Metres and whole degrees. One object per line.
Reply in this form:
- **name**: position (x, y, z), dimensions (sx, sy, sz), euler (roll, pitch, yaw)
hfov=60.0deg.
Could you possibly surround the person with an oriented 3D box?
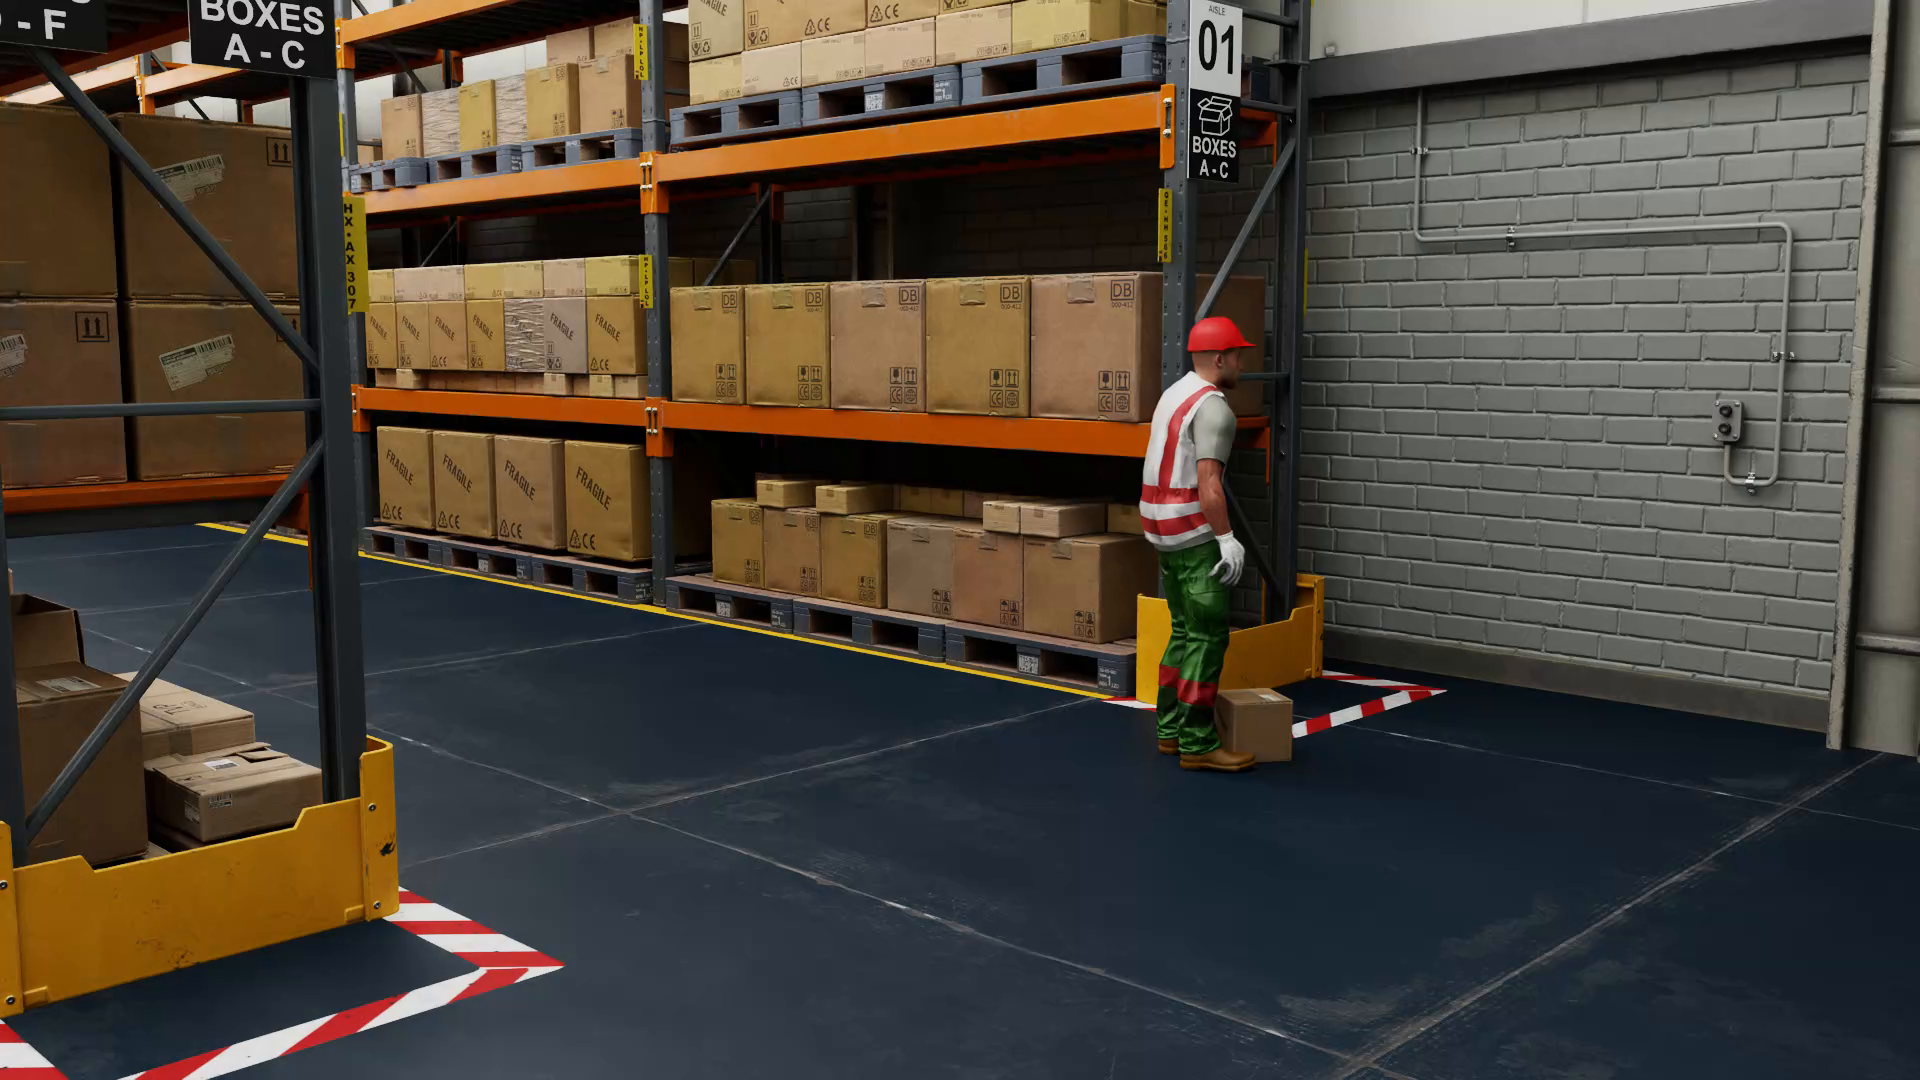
- **person**: position (0.965, 0.001, 6.675), dimensions (0.449, 1.780, 0.623), euler (-1, 7, -10)
